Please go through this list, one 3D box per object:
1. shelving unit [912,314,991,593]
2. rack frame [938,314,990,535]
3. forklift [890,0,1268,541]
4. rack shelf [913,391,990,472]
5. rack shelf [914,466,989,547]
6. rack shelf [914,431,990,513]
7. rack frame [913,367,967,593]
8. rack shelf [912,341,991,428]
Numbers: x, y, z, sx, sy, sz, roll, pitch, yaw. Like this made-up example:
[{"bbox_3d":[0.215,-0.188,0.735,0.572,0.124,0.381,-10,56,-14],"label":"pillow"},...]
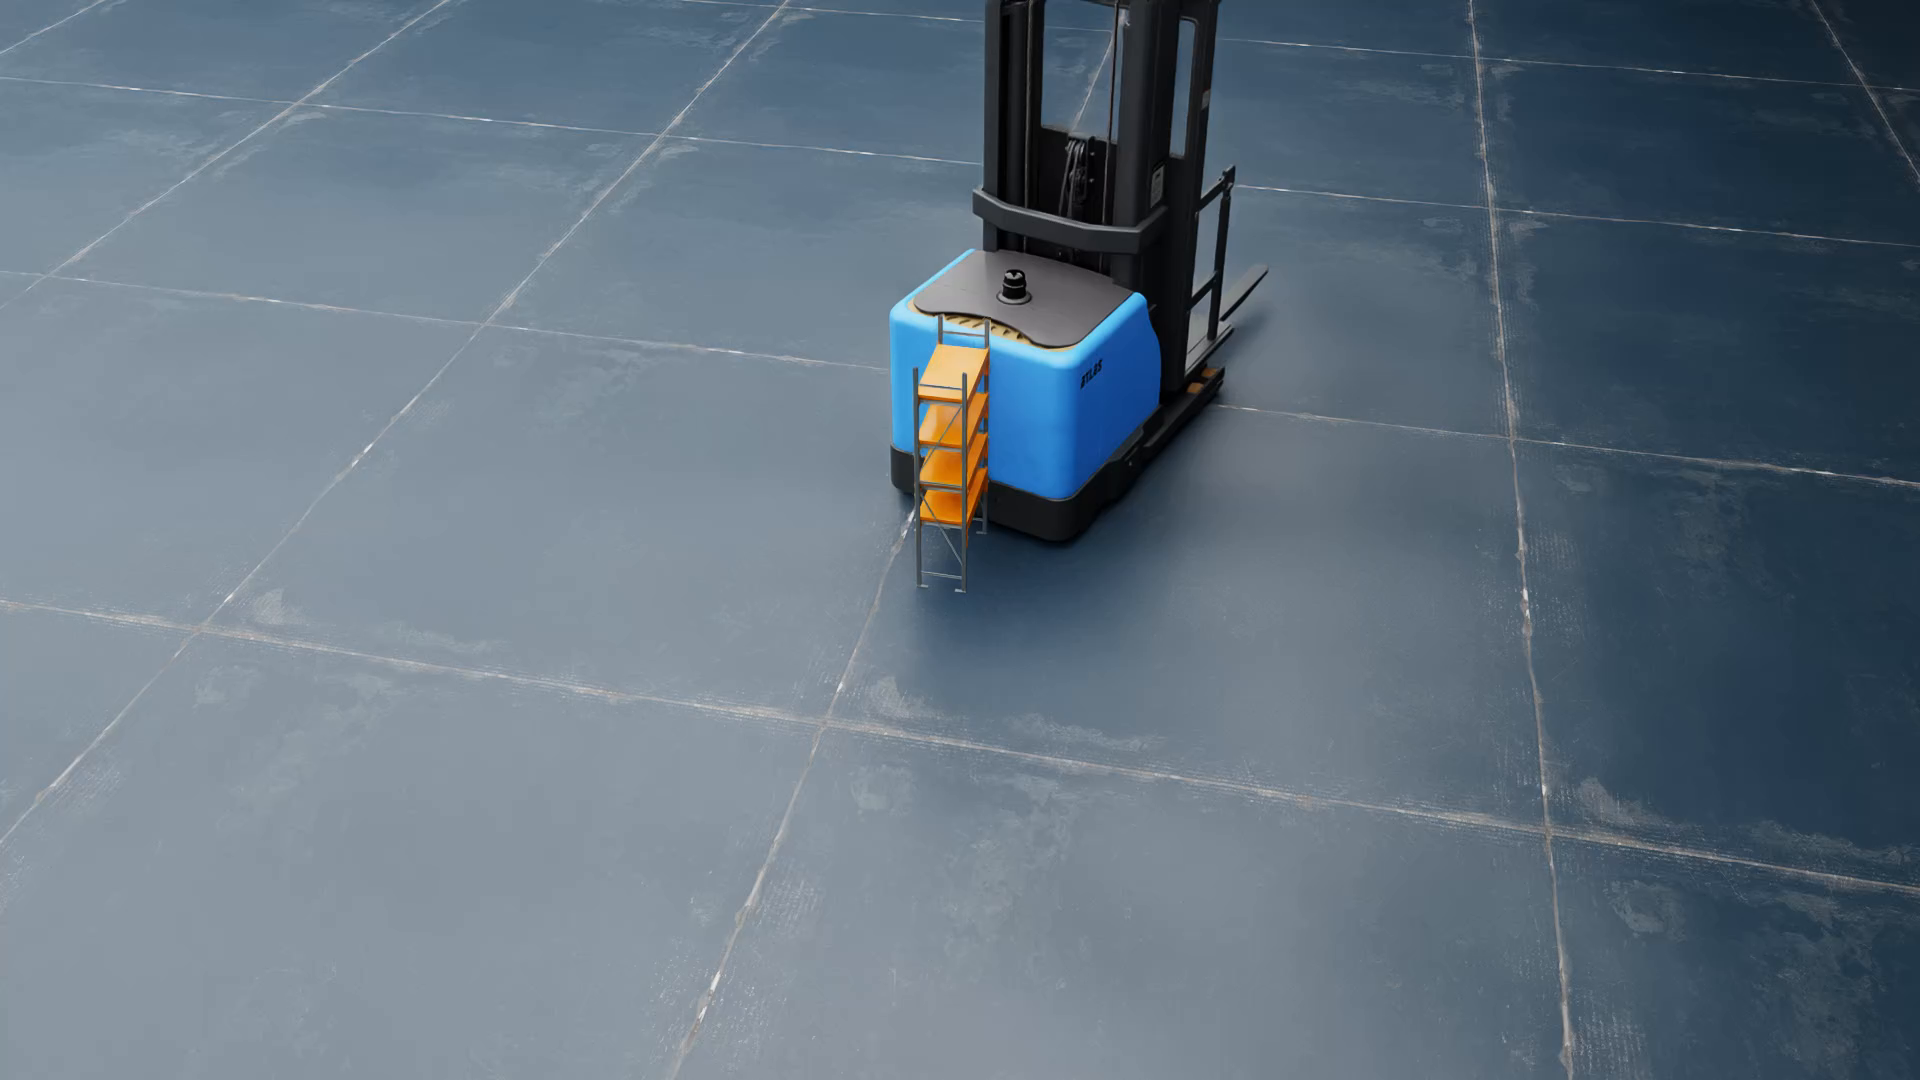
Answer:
[{"bbox_3d":[-0.035,-0.391,7.767,0.258,1.200,0.503,7,37,10],"label":"shelving unit"},{"bbox_3d":[0.017,-0.531,7.960,0.240,1.200,0.015,7,37,10],"label":"rack frame"},{"bbox_3d":[0.830,-2.022,8.542,1.130,2.935,3.031,19,40,24],"label":"forklift"},{"bbox_3d":[-0.035,-0.518,7.675,0.258,0.148,0.480,7,37,10],"label":"rack shelf"},{"bbox_3d":[-0.035,-0.176,7.923,0.258,0.148,0.480,7,37,10],"label":"rack shelf"},{"bbox_3d":[-0.035,-0.336,7.806,0.258,0.148,0.480,7,37,10],"label":"rack shelf"},{"bbox_3d":[-0.087,-0.251,7.574,0.240,1.200,0.015,7,37,10],"label":"rack frame"},{"bbox_3d":[-0.035,-0.709,7.536,0.258,0.148,0.480,7,37,10],"label":"rack shelf"}]
